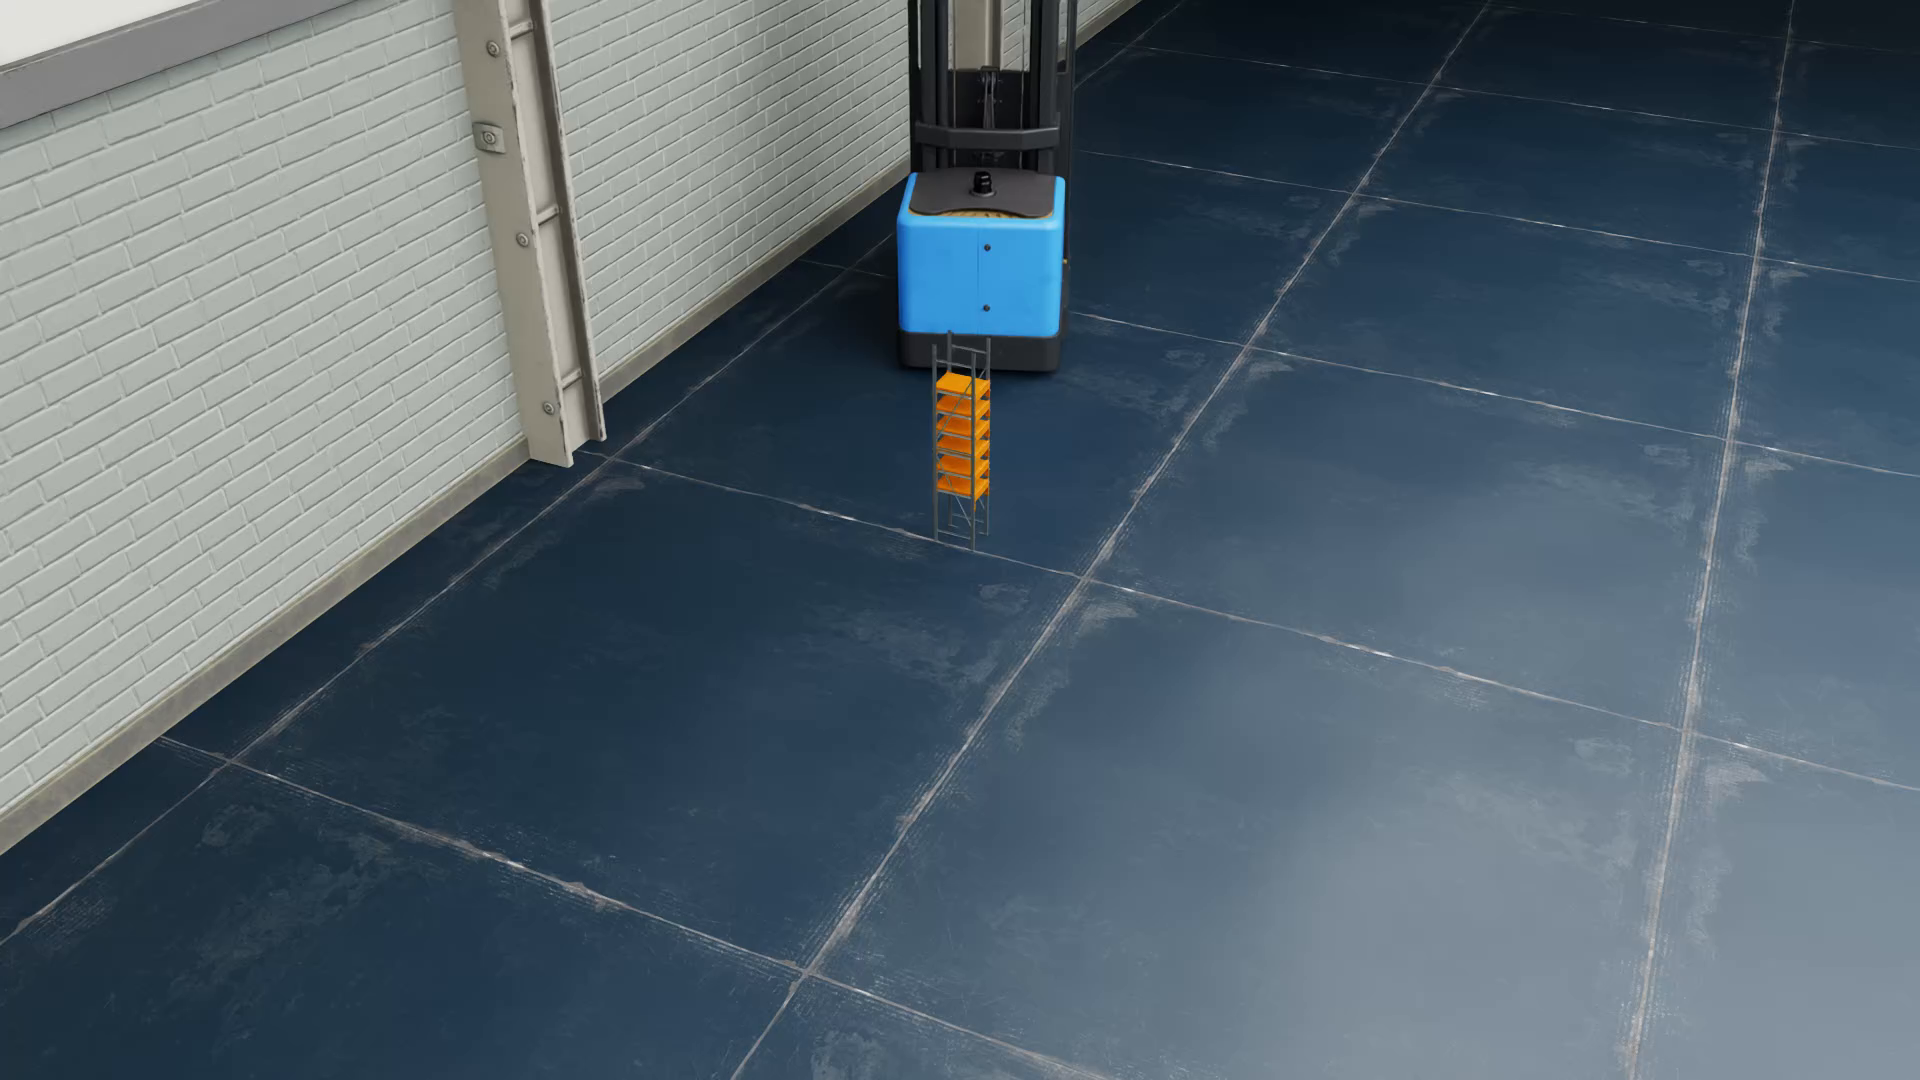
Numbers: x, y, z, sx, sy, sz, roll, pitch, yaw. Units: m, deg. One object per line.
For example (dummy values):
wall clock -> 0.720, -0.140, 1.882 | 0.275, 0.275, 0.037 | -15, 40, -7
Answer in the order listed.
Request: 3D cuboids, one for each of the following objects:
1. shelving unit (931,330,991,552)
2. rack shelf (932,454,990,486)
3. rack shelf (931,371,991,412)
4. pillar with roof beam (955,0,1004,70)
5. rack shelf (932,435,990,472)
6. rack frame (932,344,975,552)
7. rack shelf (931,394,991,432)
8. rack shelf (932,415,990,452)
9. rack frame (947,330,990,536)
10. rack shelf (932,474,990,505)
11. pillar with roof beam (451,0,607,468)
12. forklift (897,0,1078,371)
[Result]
shelving unit -> 0.006, -0.509, 8.800 | 0.258, 1.200, 0.189 | 14, 36, 20
rack shelf -> 0.006, -0.371, 8.891 | 0.258, 0.103, 0.180 | 14, 36, 20
rack shelf -> 0.006, -0.773, 8.627 | 0.258, 0.103, 0.180 | 14, 36, 20
pillar with roof beam -> 4.064, -6.321, 10.552 | 9.100, 9.000, 0.400 | 14, 36, 20
rack shelf -> 0.006, -0.472, 8.825 | 0.258, 0.103, 0.180 | 14, 36, 20
rack frame -> -0.032, -0.463, 8.731 | 0.240, 1.200, 0.006 | 14, 36, 20
rack shelf -> 0.006, -0.673, 8.693 | 0.258, 0.103, 0.180 | 14, 36, 20
rack shelf -> 0.006, -0.572, 8.759 | 0.258, 0.103, 0.180 | 14, 36, 20
rack frame -> 0.044, -0.555, 8.870 | 0.240, 1.200, 0.006 | 14, 36, 20
rack shelf -> 0.006, -0.271, 8.956 | 0.258, 0.103, 0.180 | 14, 36, 20
pillar with roof beam -> 1.553, -3.333, 5.995 | 9.100, 9.000, 0.400 | 14, 36, 20
forklift -> 0.228, -3.089, 11.156 | 1.130, 2.935, 3.031 | 2, 33, 4
